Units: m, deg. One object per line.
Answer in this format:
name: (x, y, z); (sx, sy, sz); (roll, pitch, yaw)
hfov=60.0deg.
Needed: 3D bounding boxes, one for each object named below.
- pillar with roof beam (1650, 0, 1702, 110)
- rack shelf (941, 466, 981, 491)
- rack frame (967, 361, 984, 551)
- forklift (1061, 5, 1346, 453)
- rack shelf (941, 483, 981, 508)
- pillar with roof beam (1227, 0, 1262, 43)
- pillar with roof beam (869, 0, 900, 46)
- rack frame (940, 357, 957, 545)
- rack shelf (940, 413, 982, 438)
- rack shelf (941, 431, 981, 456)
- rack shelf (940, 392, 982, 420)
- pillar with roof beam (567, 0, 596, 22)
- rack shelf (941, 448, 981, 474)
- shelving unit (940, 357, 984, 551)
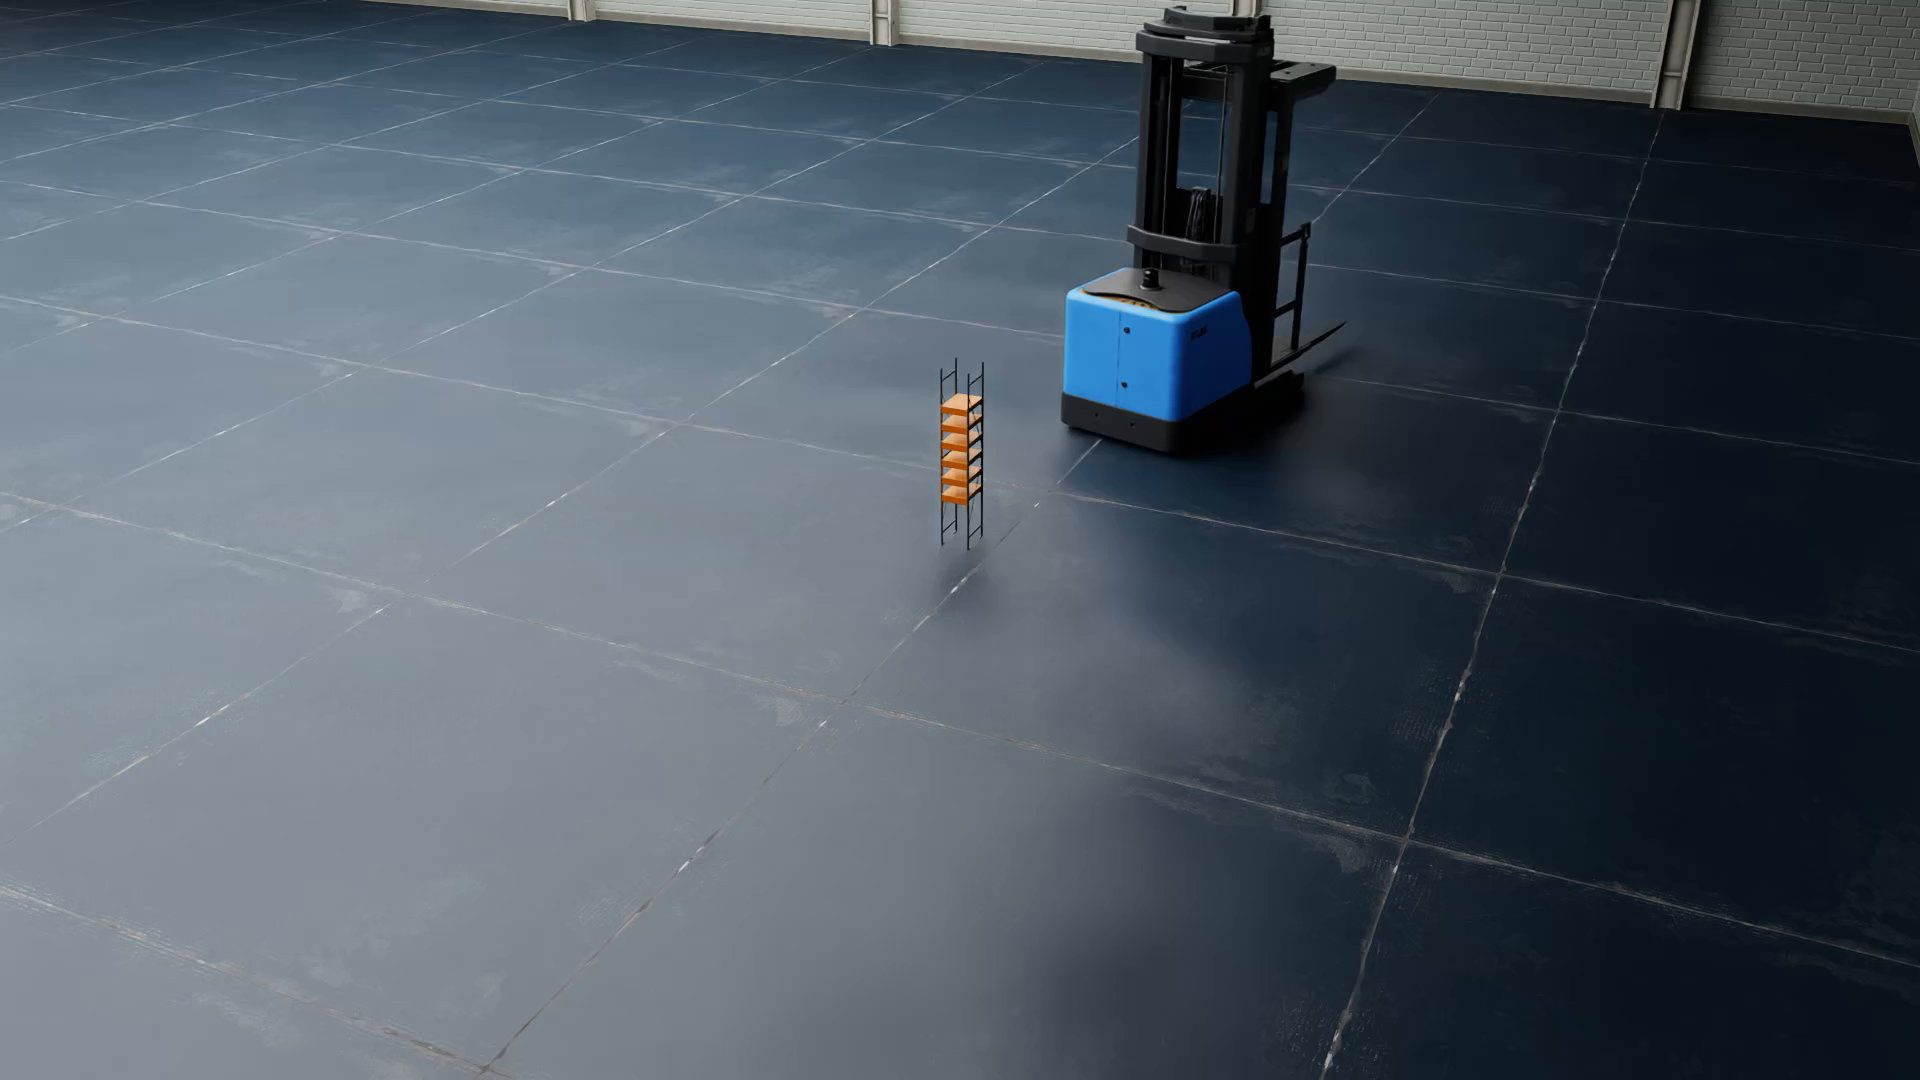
pillar with roof beam: (7.909, -8.253, 17.325); (0.400, 9.000, 9.100); (11, 28, 22)
rack shelf: (0.013, -0.388, 10.552); (0.180, 0.103, 0.258); (11, 28, 22)
rack frame: (0.096, -0.519, 10.446); (0.006, 1.200, 0.240); (11, 28, 22)
forklift: (2.052, -2.520, 12.550); (1.130, 2.935, 3.031); (19, 32, 33)
rack shelf: (0.013, -0.280, 10.605); (0.180, 0.103, 0.258); (11, 28, 22)
pillar with roof beam: (2.447, -9.350, 19.553); (0.400, 9.000, 9.100); (11, 28, 22)
pillar with roof beam: (-3.015, -10.447, 21.781); (0.400, 9.000, 9.100); (11, 28, 22)
rack frame: (-0.070, -0.552, 10.514); (0.006, 1.200, 0.240); (11, 28, 22)
rack shelf: (0.013, -0.711, 10.393); (0.180, 0.103, 0.258); (11, 28, 22)
rack shelf: (0.013, -0.603, 10.446); (0.180, 0.103, 0.258); (11, 28, 22)
rack shelf: (0.013, -0.819, 10.340); (0.180, 0.103, 0.258); (11, 28, 22)
pillar with roof beam: (-8.476, -11.544, 24.010); (0.400, 9.000, 9.100); (11, 28, 22)
rack shelf: (0.013, -0.496, 10.499); (0.180, 0.103, 0.258); (11, 28, 22)
shelving unit: (0.013, -0.536, 10.480); (0.189, 1.200, 0.258); (11, 28, 22)
